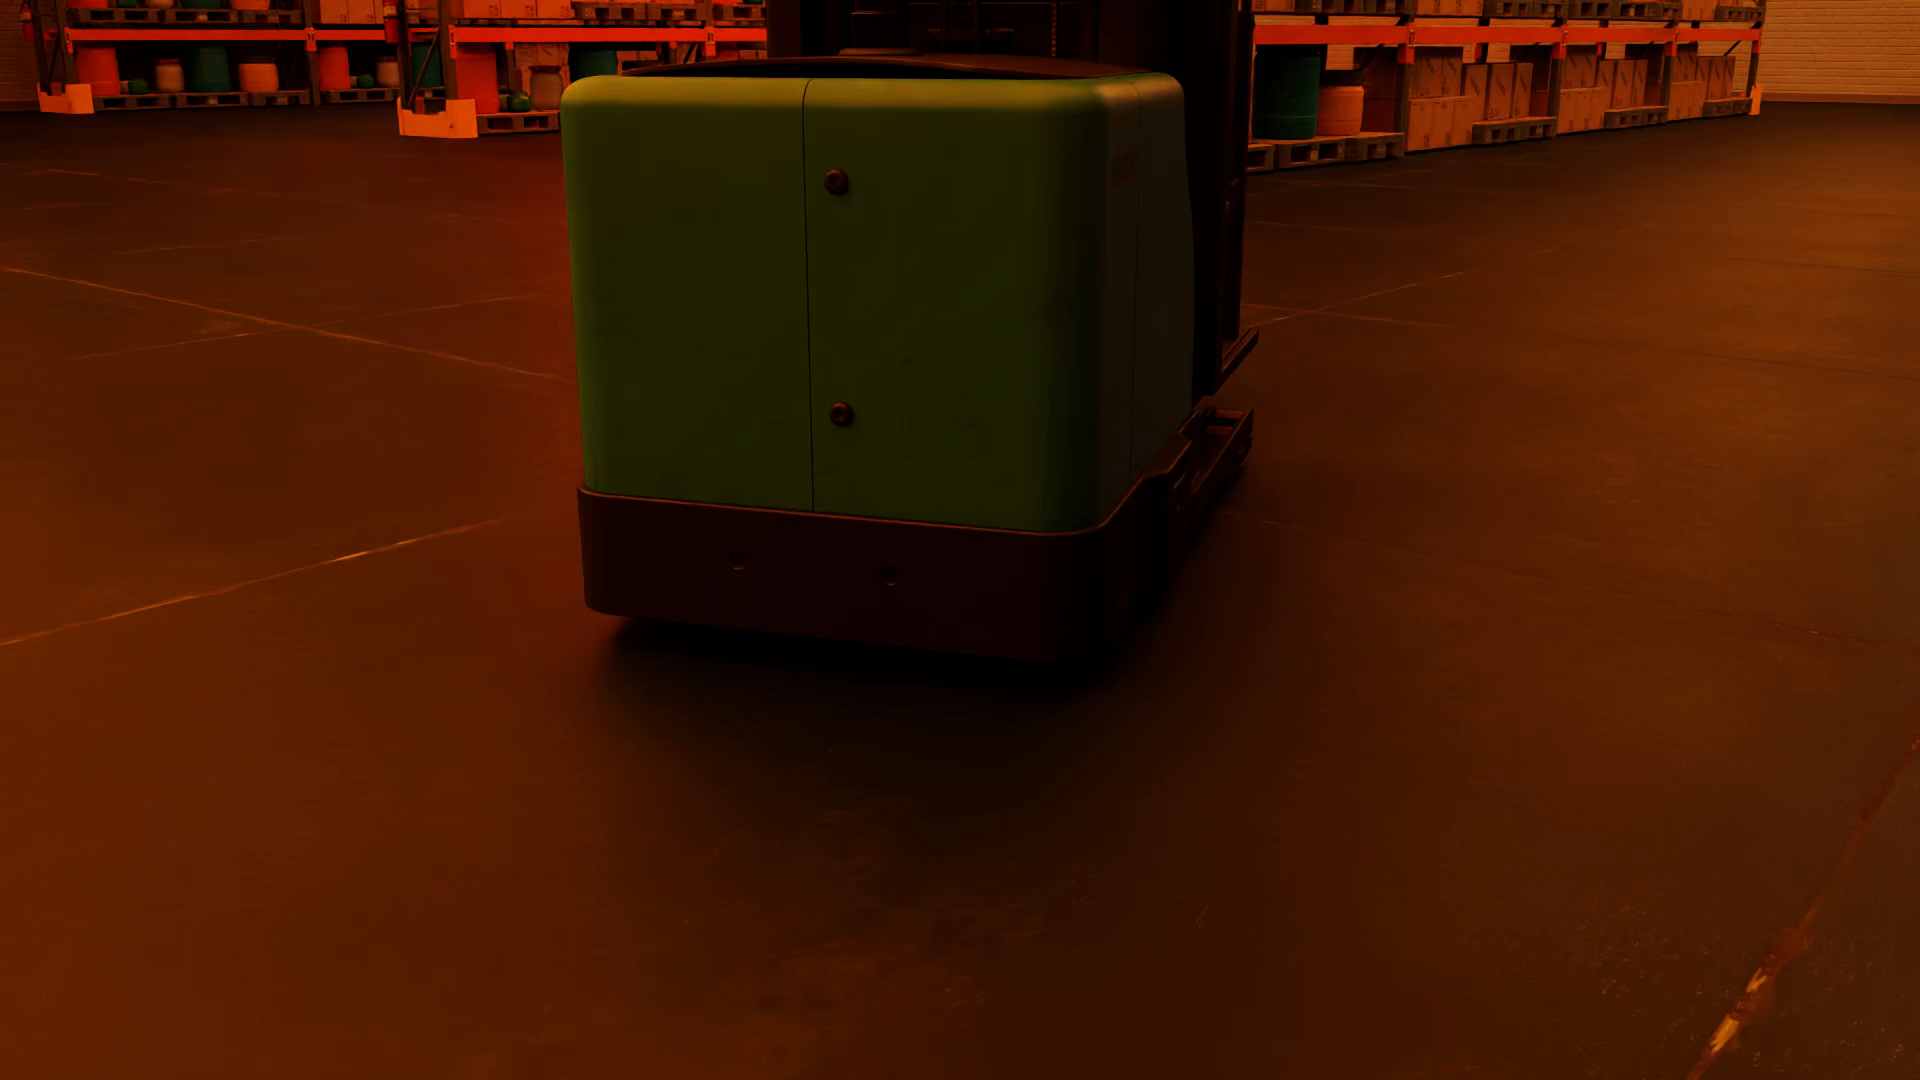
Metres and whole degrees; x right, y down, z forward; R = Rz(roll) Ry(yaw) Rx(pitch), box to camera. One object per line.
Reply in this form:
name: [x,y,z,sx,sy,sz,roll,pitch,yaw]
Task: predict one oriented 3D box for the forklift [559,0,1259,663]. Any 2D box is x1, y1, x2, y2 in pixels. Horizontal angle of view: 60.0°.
forklift: [0.182,-1.571,4.072,1.130,2.935,3.031,5,18,17]
